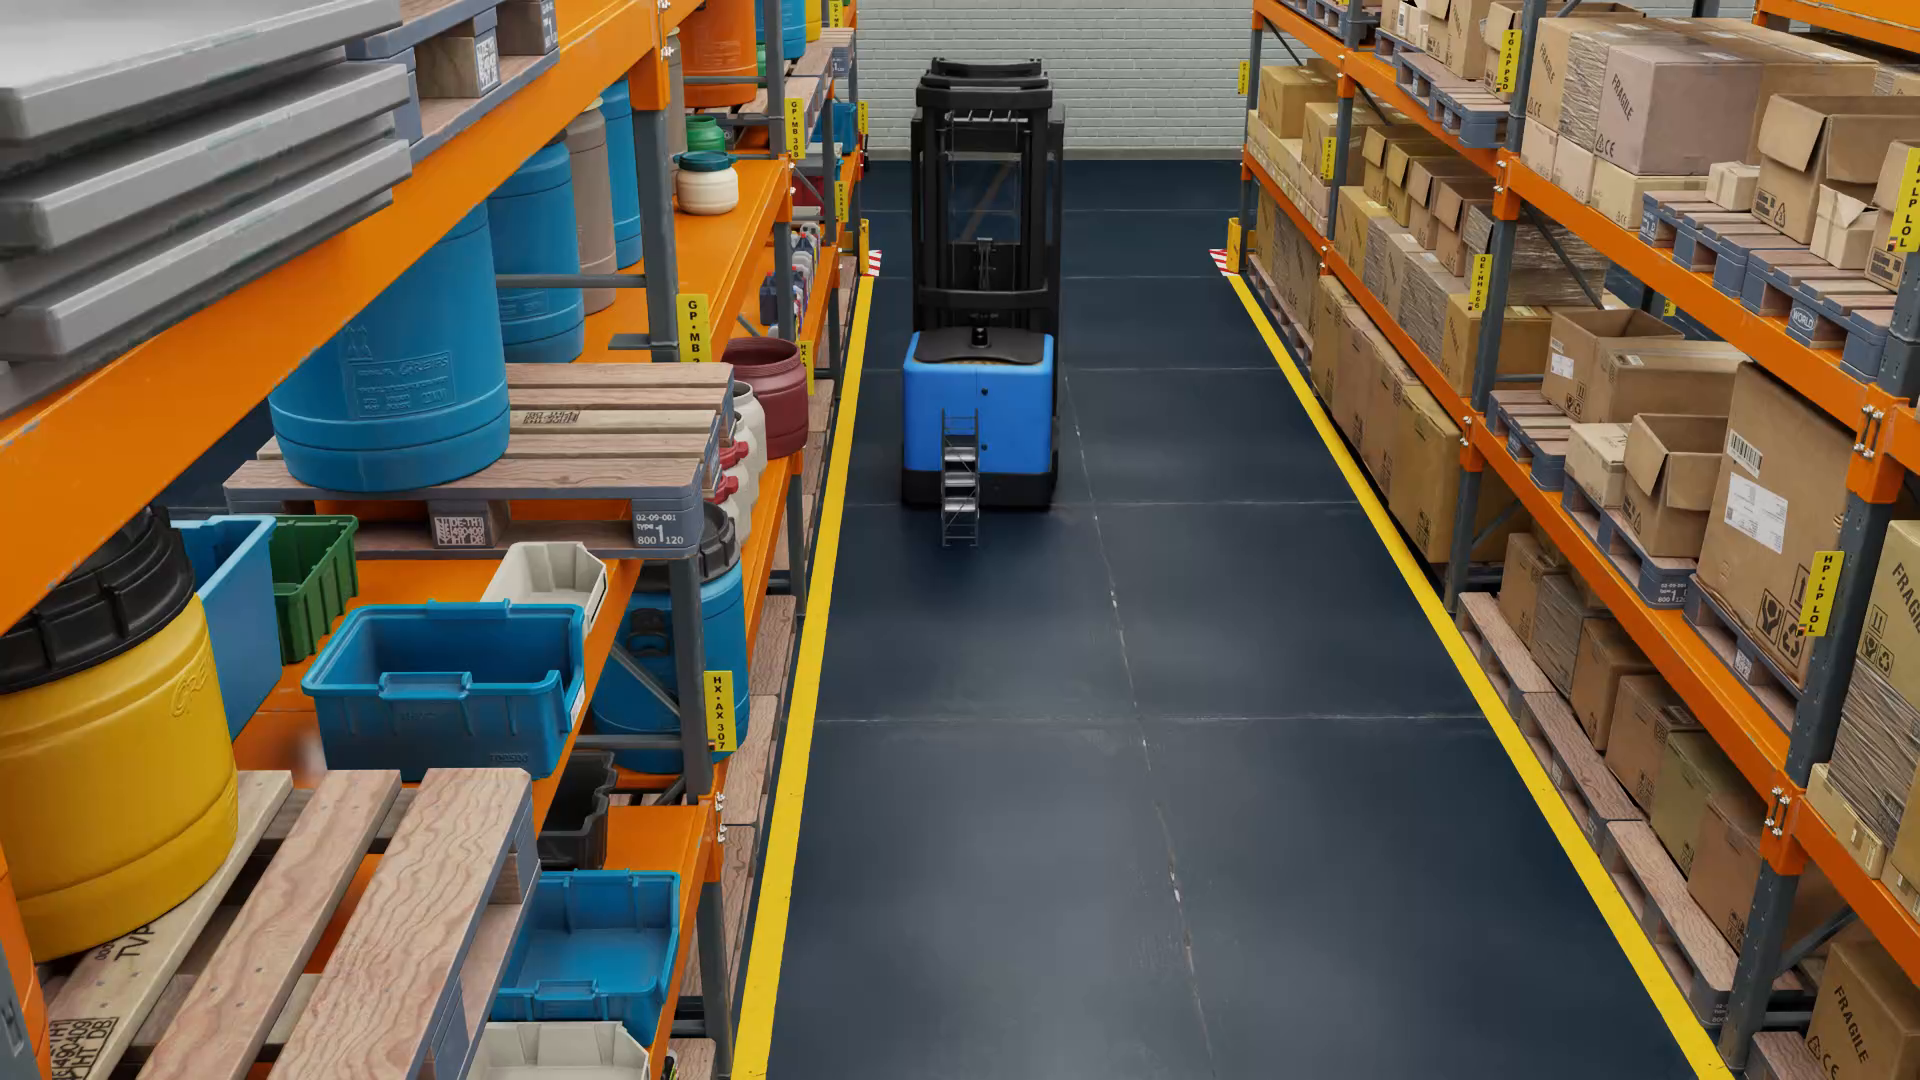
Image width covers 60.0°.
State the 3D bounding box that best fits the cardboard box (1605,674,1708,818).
[{"bbox_3d":[3.570,0.971,7.963,0.700,0.500,0.500,-2,24,-5],"label":"cardboard box"}]

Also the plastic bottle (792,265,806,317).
[{"bbox_3d":[-1.142,-1.708,11.446,0.144,0.351,0.185,0,24,-1],"label":"plastic bottle"}]

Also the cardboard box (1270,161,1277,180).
[{"bbox_3d":[3.108,-3.440,15.521,0.380,0.149,0.250,-1,24,-1],"label":"cardboard box"}]

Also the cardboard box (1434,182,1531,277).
[{"bbox_3d":[3.509,-2.008,10.711,0.797,0.503,0.637,0,24,1],"label":"cardboard box"}]

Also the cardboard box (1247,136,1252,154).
[{"bbox_3d":[3.091,-3.970,16.692,0.380,0.149,0.250,0,24,0],"label":"cardboard box"}]

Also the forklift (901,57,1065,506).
[{"bbox_3d":[0.210,-2.140,12.425,1.130,2.935,3.031,2,24,4],"label":"forklift"}]

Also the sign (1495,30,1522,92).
[{"bbox_3d":[2.950,-2.575,8.939,0.100,0.325,0.005,0,24,-1],"label":"sign"}]

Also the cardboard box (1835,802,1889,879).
[{"bbox_3d":[3.240,1.020,5.659,0.380,0.149,0.250,0,24,-1],"label":"cardboard box"}]

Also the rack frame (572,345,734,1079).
[{"bbox_3d":[-1.404,0.735,5.985,1.000,3.000,0.127,0,24,-1],"label":"rack frame"}]

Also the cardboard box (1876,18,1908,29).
[{"bbox_3d":[8.147,-4.479,14.055,0.500,0.250,0.500,-1,24,-1],"label":"cardboard box"}]

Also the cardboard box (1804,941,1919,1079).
[{"bbox_3d":[3.513,1.825,6.098,0.500,0.500,0.500,-1,24,-2],"label":"cardboard box"}]

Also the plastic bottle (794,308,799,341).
[{"bbox_3d":[-1.112,-1.423,10.913,0.097,0.271,0.097,0,24,0],"label":"plastic bottle"}]

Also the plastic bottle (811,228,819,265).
[{"bbox_3d":[-1.116,-2.252,12.732,0.061,0.283,0.133,0,24,-1],"label":"plastic bottle"}]

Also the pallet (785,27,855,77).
[{"bbox_3d":[-1.385,-3.520,11.981,1.213,0.211,1.003,0,24,-1],"label":"pallet"}]

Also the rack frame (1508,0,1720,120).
[{"bbox_3d":[3.505,-3.669,8.442,1.000,3.000,0.127,0,24,-1],"label":"rack frame"}]

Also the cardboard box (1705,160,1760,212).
[{"bbox_3d":[3.428,-1.511,7.085,0.380,0.166,0.250,-1,24,-2],"label":"cardboard box"}]

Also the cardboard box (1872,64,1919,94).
[{"bbox_3d":[8.144,-3.818,14.355,0.500,0.500,0.500,0,24,1],"label":"cardboard box"}]

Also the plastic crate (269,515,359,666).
[{"bbox_3d":[-1.659,0.116,3.970,0.336,0.188,0.450,0,24,-1],"label":"plastic crate"}]

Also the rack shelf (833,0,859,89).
[{"bbox_3d":[-1.513,-4.425,14.626,1.077,0.370,4.000,0,24,-1],"label":"rack shelf"}]

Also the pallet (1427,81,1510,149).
[{"bbox_3d":[3.445,-2.481,9.685,1.213,0.211,1.003,1,24,2],"label":"pallet"}]

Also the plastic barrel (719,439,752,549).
[{"bbox_3d":[-1.208,-0.203,7.893,0.433,0.535,0.433,0,24,0],"label":"plastic barrel"}]

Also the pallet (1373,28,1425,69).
[{"bbox_3d":[3.521,-3.486,11.909,0.805,0.209,1.217,-1,24,-3],"label":"pallet"}]

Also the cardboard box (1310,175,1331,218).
[{"bbox_3d":[3.194,-2.832,13.692,0.500,0.250,0.500,-1,24,-2],"label":"cardboard box"}]

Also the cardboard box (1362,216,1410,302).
[{"bbox_3d":[3.228,-2.025,11.967,0.500,0.500,0.500,-1,24,-2],"label":"cardboard box"}]

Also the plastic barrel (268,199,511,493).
[{"bbox_3d":[-1.500,-0.641,4.269,0.600,0.901,0.708,0,24,-1],"label":"plastic barrel"}]

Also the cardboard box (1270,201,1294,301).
[{"bbox_3d":[3.514,-2.817,15.907,0.875,0.875,0.875,0,24,-1],"label":"cardboard box"}]

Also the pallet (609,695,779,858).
[{"bbox_3d":[-1.468,1.178,8.389,1.003,0.211,1.213,0,24,-1],"label":"pallet"}]

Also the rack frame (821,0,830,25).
[{"bbox_3d":[-1.491,-5.295,12.037,1.000,3.000,0.127,0,24,-1],"label":"rack frame"}]

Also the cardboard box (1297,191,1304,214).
[{"bbox_3d":[3.122,-2.911,14.352,0.380,0.149,0.250,0,24,0],"label":"cardboard box"}]

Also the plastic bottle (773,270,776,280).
[{"bbox_3d":[-1.275,-1.824,11.800,0.097,0.271,0.097,0,24,0],"label":"plastic bottle"}]

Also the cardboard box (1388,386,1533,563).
[{"bbox_3d":[3.518,-0.443,10.659,1.225,0.875,0.875,-1,24,-3],"label":"cardboard box"}]

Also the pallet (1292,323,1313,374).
[{"bbox_3d":[3.531,-1.627,14.591,1.003,0.211,1.213,0,24,-1],"label":"pallet"}]

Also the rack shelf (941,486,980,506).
[{"bbox_3d":[0.000,-0.301,11.123,0.258,0.077,0.200,0,24,-1],"label":"rack shelf"}]

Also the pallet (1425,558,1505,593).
[{"bbox_3d":[3.572,0.010,10.972,1.003,0.211,1.213,0,24,-1],"label":"pallet"}]

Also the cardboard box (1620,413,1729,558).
[{"bbox_3d":[3.437,-0.240,7.505,0.797,0.503,0.637,2,24,5],"label":"cardboard box"}]

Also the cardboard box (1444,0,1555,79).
[{"bbox_3d":[3.329,-3.145,10.294,0.500,0.500,0.500,1,24,2],"label":"cardboard box"}]

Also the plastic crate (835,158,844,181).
[{"bbox_3d":[-1.256,-3.316,15.072,0.416,0.233,0.300,0,24,-1],"label":"plastic crate"}]

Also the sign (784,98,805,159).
[{"bbox_3d":[-0.898,-2.238,9.045,0.100,0.325,0.005,0,24,-1],"label":"sign"}]

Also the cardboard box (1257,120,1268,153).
[{"bbox_3d":[3.165,-3.886,16.023,0.500,0.250,0.500,-1,24,-1],"label":"cardboard box"}]

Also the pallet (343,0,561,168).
[{"bbox_3d":[-1.351,-0.887,3.005,1.003,0.211,1.213,0,24,-1],"label":"pallet"}]

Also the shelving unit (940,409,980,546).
[{"bbox_3d":[0.000,-0.413,11.072,0.258,0.900,0.210,0,24,-1],"label":"shelving unit"}]

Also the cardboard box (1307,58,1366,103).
[{"bbox_3d":[3.686,-4.441,16.341,0.500,0.500,0.500,0,24,0],"label":"cardboard box"}]

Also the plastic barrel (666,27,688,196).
[{"bbox_3d":[-1.656,-2.169,8.157,0.600,0.901,0.600,0,24,0],"label":"plastic barrel"}]

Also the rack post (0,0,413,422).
[{"bbox_3d":[-1.242,-0.434,1.897,0.937,0.300,0.954,2,24,5],"label":"rack post"}]

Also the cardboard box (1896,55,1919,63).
[{"bbox_3d":[8.661,-4.021,14.805,0.500,0.500,0.500,-1,24,-2],"label":"cardboard box"}]

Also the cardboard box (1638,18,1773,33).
[{"bbox_3d":[3.760,-2.380,8.505,0.500,0.500,0.500,0,24,1],"label":"cardboard box"}]

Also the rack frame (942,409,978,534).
[{"bbox_3d":[-0.001,-0.455,11.165,0.240,0.900,0.006,0,24,-1],"label":"rack frame"}]

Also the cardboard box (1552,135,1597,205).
[{"bbox_3d":[3.261,-1.828,8.193,0.500,0.250,0.500,0,24,1],"label":"cardboard box"}]

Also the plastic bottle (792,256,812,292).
[{"bbox_3d":[-1.153,-1.930,12.028,0.152,0.276,0.135,0,24,-1],"label":"plastic bottle"}]

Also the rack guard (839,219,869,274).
[{"bbox_3d":[-1.548,-3.081,17.455,1.175,0.500,0.348,0,24,-1],"label":"rack guard"}]

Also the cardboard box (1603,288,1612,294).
[{"bbox_3d":[3.764,-1.395,10.573,0.500,0.500,0.500,-1,24,-2],"label":"cardboard box"}]

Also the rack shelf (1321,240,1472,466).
[{"bbox_3d":[3.483,-1.432,11.649,1.077,0.370,4.000,0,24,-1],"label":"rack shelf"}]

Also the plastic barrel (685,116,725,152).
[{"bbox_3d":[-1.394,-2.108,8.819,0.294,0.245,0.294,0,24,0],"label":"plastic barrel"}]

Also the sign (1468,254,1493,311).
[{"bbox_3d":[2.950,-1.459,9.431,0.100,0.325,0.005,0,24,-1],"label":"sign"}]

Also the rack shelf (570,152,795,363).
[{"bbox_3d":[-1.426,-1.128,7.337,1.077,0.370,4.000,0,24,-1],"label":"rack shelf"}]
